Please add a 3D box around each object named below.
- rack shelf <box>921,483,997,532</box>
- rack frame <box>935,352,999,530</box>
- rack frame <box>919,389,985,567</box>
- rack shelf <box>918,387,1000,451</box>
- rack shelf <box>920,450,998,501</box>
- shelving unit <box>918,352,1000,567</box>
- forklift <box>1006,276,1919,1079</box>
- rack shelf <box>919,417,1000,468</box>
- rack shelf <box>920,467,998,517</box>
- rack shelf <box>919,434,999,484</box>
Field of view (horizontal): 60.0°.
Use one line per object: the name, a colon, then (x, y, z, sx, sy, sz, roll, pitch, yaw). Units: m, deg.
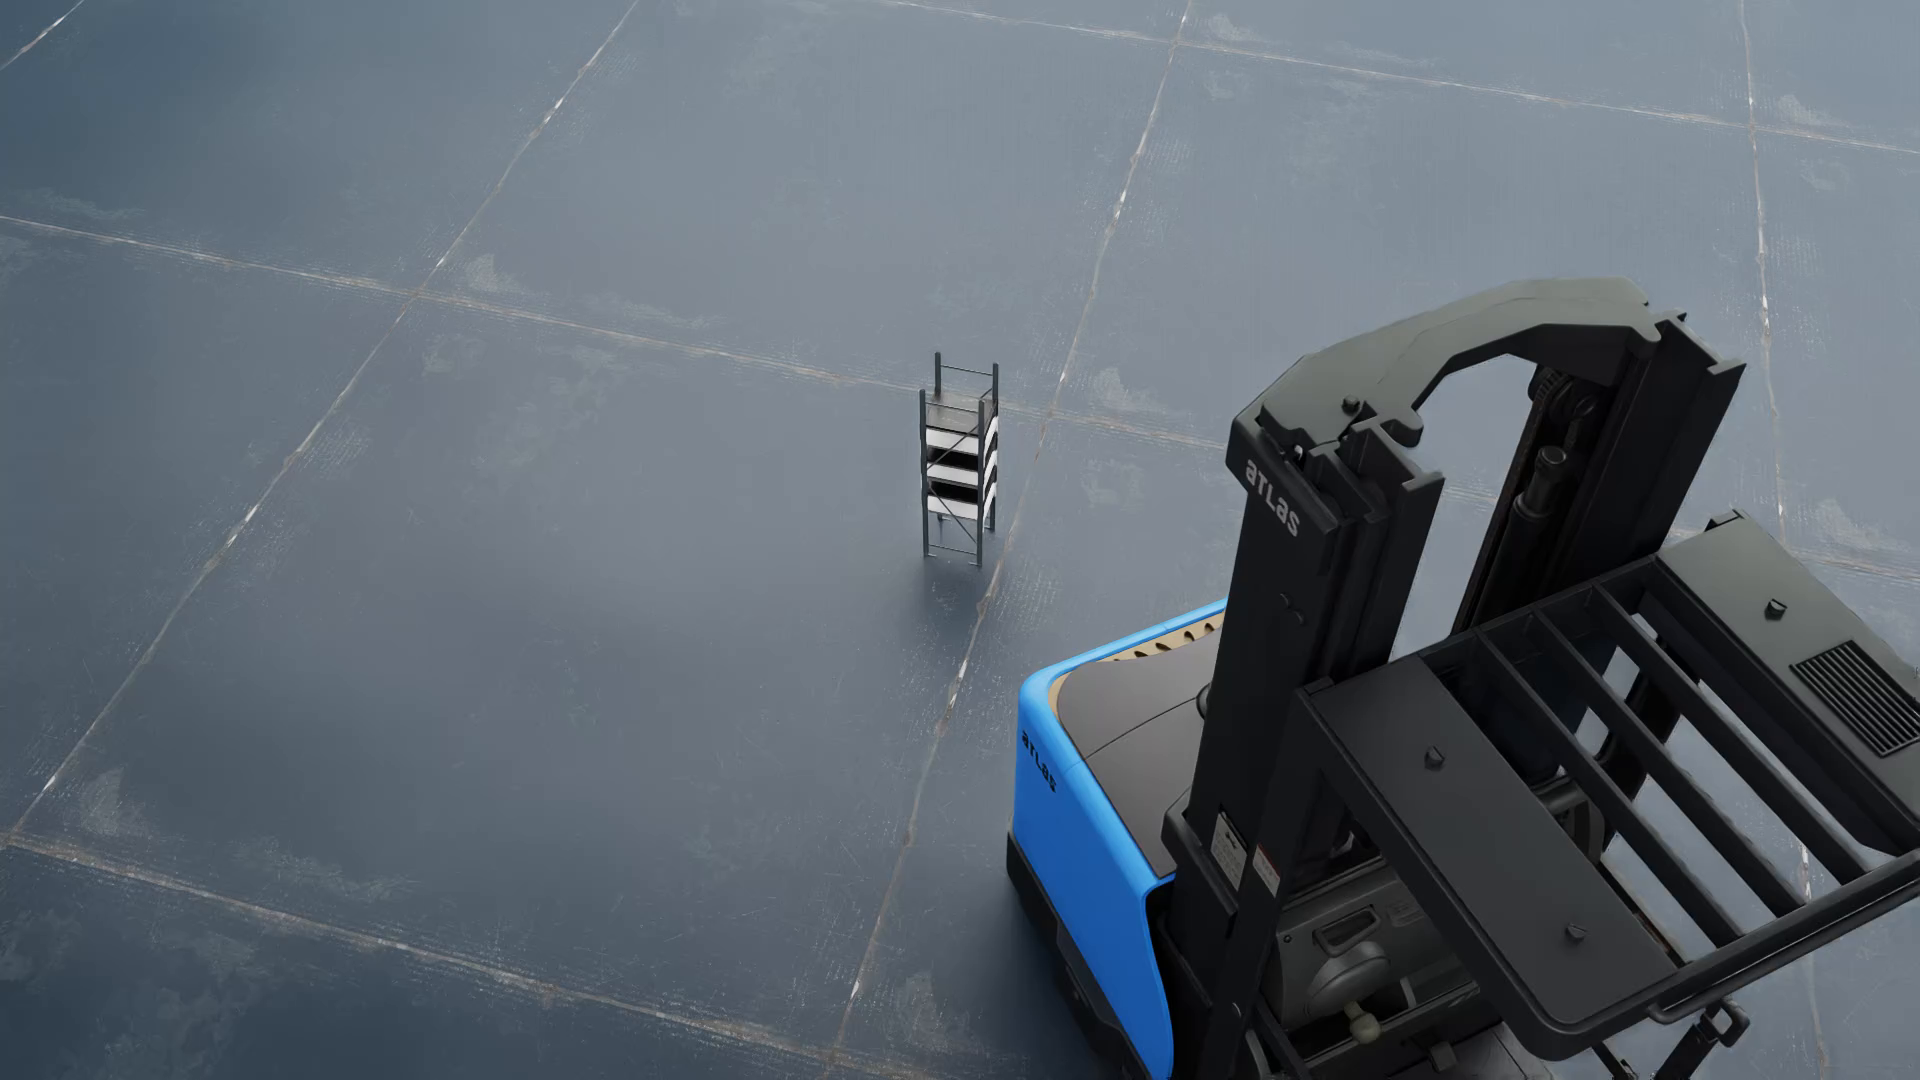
rack shelf: (-0.002, -0.151, 6.486, 0.258, 0.077, 0.200, 12, 50, 10)
rack frame: (0.025, -0.365, 6.391, 0.240, 0.900, 0.006, 12, 50, 10)
rack frame: (-0.029, -0.218, 6.261, 0.240, 0.900, 0.006, 12, 50, 10)
rack shelf: (-0.002, -0.449, 6.149, 0.258, 0.077, 0.200, 12, 50, 10)
rack shelf: (-0.002, -0.270, 6.351, 0.258, 0.077, 0.200, 12, 50, 10)
shelving unit: (-0.002, -0.292, 6.326, 0.258, 0.900, 0.210, 12, 50, 10)
forklift: (1.244, 0.992, 3.839, 1.130, 2.935, 3.031, -20, 51, -17)
rack shelf: (-0.002, -0.389, 6.216, 0.258, 0.077, 0.200, 12, 50, 10)
rack shelf: (-0.002, -0.210, 6.419, 0.258, 0.077, 0.200, 12, 50, 10)
rack shelf: (-0.002, -0.329, 6.284, 0.258, 0.077, 0.200, 12, 50, 10)
